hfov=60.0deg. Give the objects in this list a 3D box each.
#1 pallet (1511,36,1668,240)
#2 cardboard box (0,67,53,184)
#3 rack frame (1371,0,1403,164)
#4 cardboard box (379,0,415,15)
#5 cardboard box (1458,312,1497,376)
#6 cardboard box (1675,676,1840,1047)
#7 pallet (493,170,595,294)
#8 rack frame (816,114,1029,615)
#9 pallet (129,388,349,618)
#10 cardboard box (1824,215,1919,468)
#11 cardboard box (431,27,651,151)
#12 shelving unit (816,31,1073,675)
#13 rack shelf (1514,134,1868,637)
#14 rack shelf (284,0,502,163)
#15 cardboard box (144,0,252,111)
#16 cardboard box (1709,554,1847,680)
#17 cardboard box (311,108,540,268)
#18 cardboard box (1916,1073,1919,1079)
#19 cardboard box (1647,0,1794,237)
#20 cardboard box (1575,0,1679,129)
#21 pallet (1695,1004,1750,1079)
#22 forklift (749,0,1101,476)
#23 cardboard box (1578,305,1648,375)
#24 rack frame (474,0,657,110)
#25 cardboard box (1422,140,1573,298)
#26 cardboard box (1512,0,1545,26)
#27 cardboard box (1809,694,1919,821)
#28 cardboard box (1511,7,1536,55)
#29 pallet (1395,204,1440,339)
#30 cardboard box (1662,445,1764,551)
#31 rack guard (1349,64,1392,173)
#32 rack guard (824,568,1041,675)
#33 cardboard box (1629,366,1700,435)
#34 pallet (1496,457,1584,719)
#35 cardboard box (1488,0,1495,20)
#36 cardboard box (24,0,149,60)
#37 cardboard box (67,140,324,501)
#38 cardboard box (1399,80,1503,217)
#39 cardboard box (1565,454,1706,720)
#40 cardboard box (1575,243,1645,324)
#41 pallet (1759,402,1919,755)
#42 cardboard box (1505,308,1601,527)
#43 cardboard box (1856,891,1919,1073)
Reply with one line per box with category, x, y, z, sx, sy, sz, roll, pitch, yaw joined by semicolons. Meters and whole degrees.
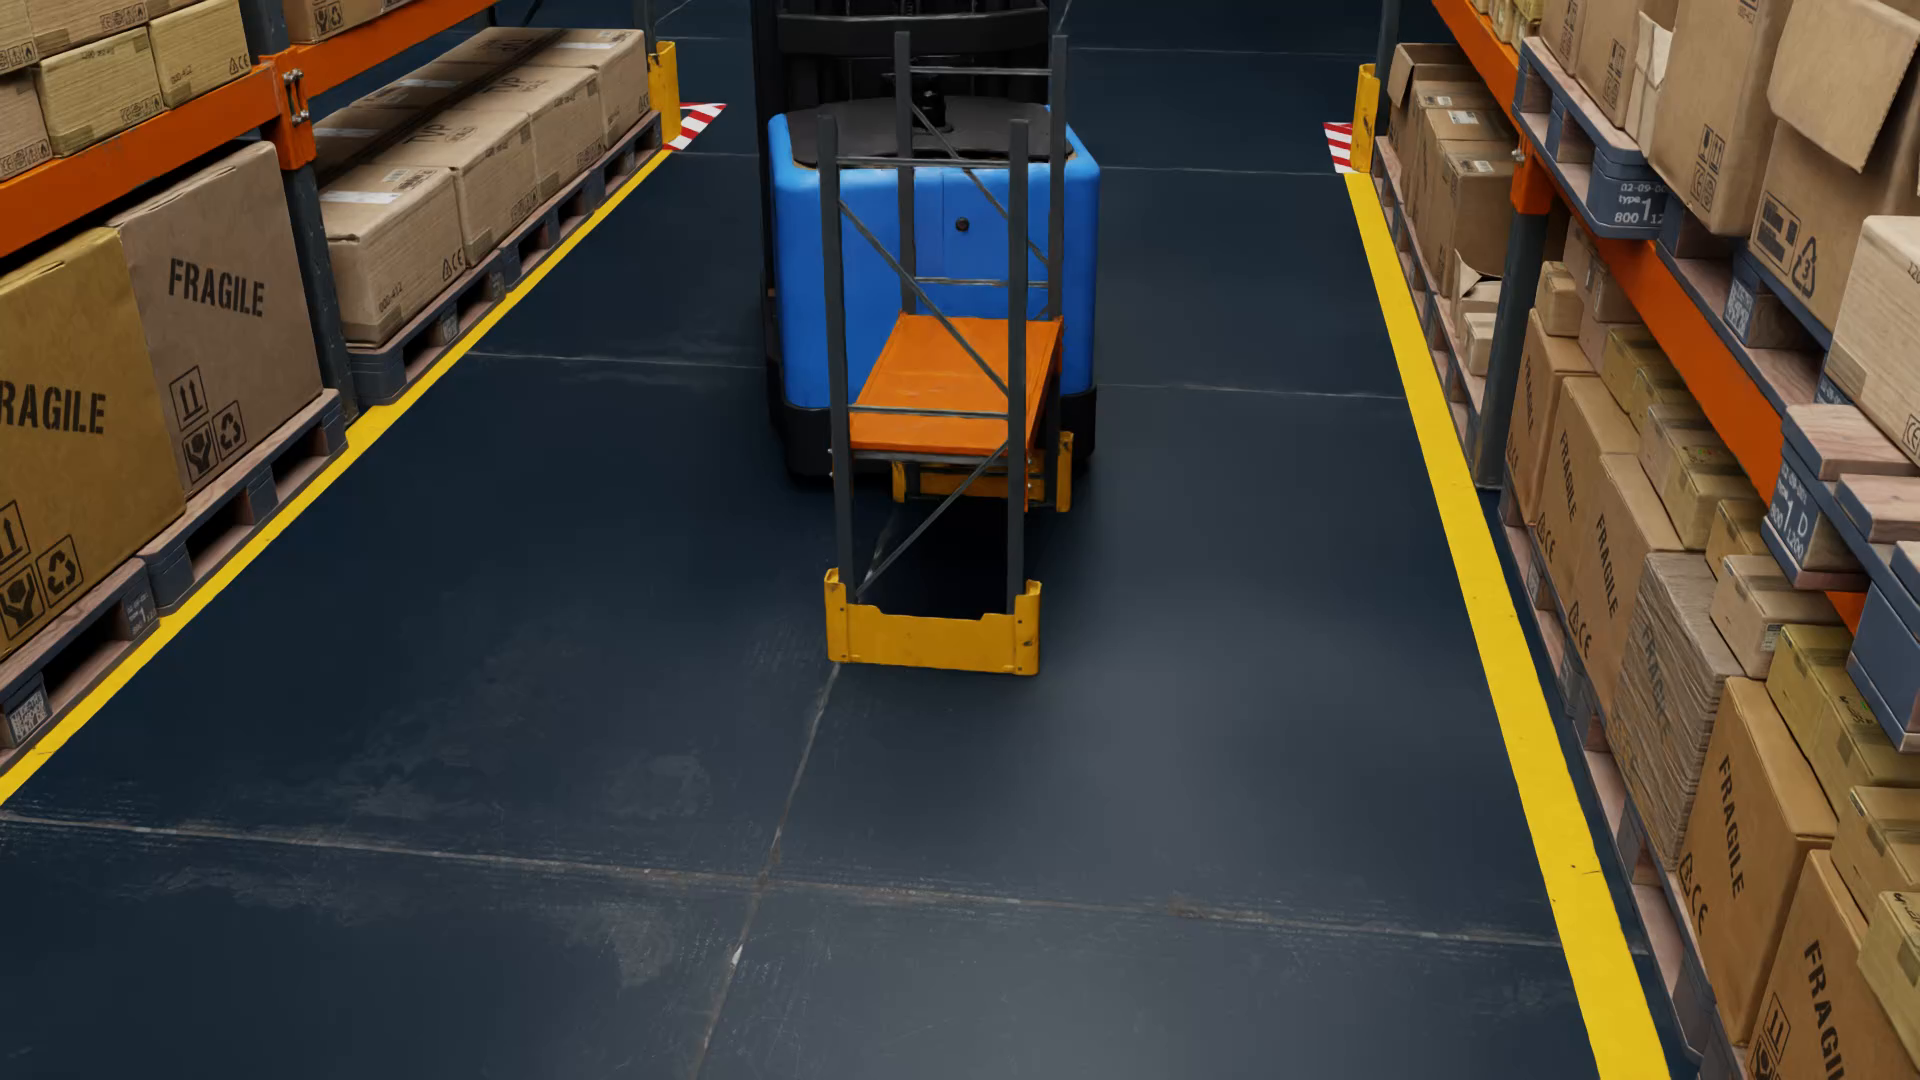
pallet;2.021;-1.032;4.205;1.003;0.211;1.213;3;28;6
cardboard box;-2.649;-1.005;4.111;0.500;0.250;0.500;3;28;5
rack frame;2.717;-3.369;8.341;1.000;3.000;0.127;3;28;6
cardboard box;-2.316;-2.259;6.175;0.500;0.500;0.500;4;29;7
cardboard box;2.004;-0.695;5.941;0.380;0.149;0.250;3;28;5
cardboard box;1.709;0.619;3.131;0.500;0.500;0.500;5;29;8
pallet;-2.382;-1.474;7.764;1.003;0.211;1.213;3;28;6
rack frame;-0.082;-0.322;4.238;0.500;1.500;0.032;3;28;8
pallet;-2.719;-0.178;5.357;1.003;0.211;1.213;3;28;6
cardboard box;1.545;-0.238;2.244;0.500;0.250;0.500;2;28;4
cardboard box;-2.191;-2.396;8.794;0.875;0.438;0.875;2;28;4
shelving unit;-0.007;-0.560;4.691;0.587;1.500;1.083;3;28;8
rack shelf;1.982;-0.228;3.269;1.077;0.370;4.000;3;28;6
rack shelf;-2.454;-2.398;7.296;1.077;0.370;4.000;3;28;6
cardboard box;-2.504;-1.481;4.995;0.500;0.250;0.500;3;28;5
cardboard box;1.737;0.157;3.305;0.380;0.149;0.250;2;28;4
cardboard box;-2.407;-1.540;7.205;0.875;0.438;0.875;3;28;5
cardboard box;1.576;1.101;2.237;0.500;0.500;0.500;4;29;8
cardboard box;1.786;-0.887;3.186;0.700;0.500;0.500;3;28;6
cardboard box;1.882;-1.257;3.872;0.700;0.500;0.500;4;29;7
pallet;1.866;1.275;2.661;1.003;0.211;1.213;3;28;6
forklift;-0.251;-2.176;6.198;1.130;2.935;3.031;-4;29;-7
cardboard box;1.962;-0.568;4.650;0.380;0.149;0.250;3;28;5
rack frame;-2.209;-3.656;8.873;1.000;3.000;0.127;3;28;6
cardboard box;2.278;-1.282;6.660;0.700;0.500;0.500;2;28;4
cardboard box;2.048;-1.805;5.282;0.500;0.250;0.500;4;29;7
cardboard box;1.702;0.406;2.842;0.380;0.149;0.250;4;29;8
cardboard box;2.026;-1.664;5.441;0.380;0.149;0.250;4;29;8
pallet;2.459;-1.158;7.176;1.003;0.211;1.213;3;28;6
cardboard box;1.821;-0.084;3.753;0.380;0.149;0.250;4;29;8
rack guard;2.708;-2.233;8.867;1.175;0.500;0.348;3;28;6
rack guard;-0.074;0.223;4.546;0.587;0.250;0.087;3;28;8
cardboard box;1.922;-0.317;4.184;0.380;0.149;0.250;3;28;5
pallet;2.165;0.127;4.793;1.003;0.211;1.213;3;28;6
cardboard box;2.093;-1.910;5.897;0.380;0.149;0.250;4;29;8
cardboard box;-2.566;-1.470;4.446;0.500;0.250;0.500;4;29;7
cardboard box;-2.696;-0.726;5.232;0.875;0.875;0.875;4;29;8
cardboard box;2.405;-1.771;7.567;0.700;0.500;0.500;4;29;8
cardboard box;1.824;0.130;4.039;0.500;0.500;0.500;3;28;5
cardboard box;1.935;-0.709;4.598;0.380;0.149;0.250;2;28;4
pallet;1.750;0.158;1.996;1.213;0.211;1.003;3;28;6
cardboard box;1.945;-0.356;4.941;0.500;0.500;0.500;5;29;8
cardboard box;1.549;0.649;2.391;0.380;0.149;0.250;2;28;4
